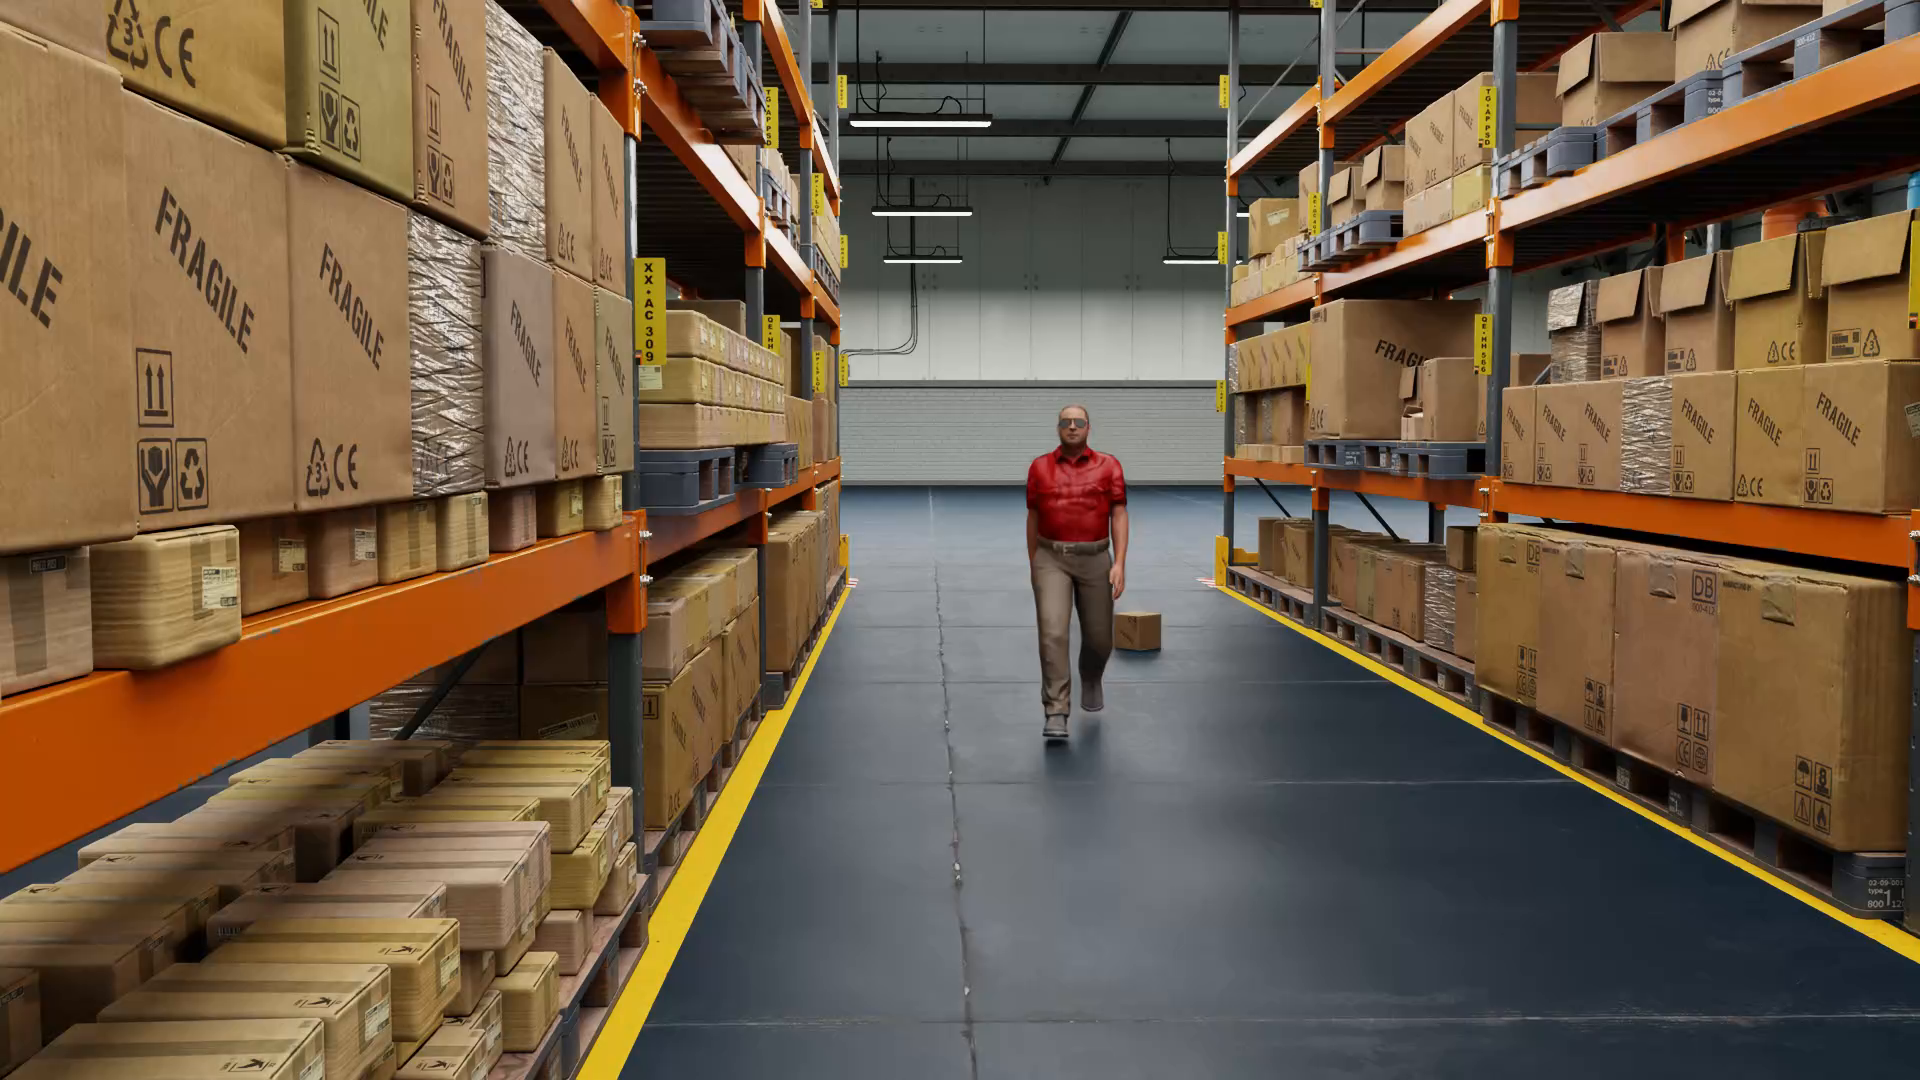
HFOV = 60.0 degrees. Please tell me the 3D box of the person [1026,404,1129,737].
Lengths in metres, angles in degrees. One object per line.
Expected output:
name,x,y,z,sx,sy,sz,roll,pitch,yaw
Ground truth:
person,0.610,0.135,8.679,0.534,1.686,0.914,0,4,3
